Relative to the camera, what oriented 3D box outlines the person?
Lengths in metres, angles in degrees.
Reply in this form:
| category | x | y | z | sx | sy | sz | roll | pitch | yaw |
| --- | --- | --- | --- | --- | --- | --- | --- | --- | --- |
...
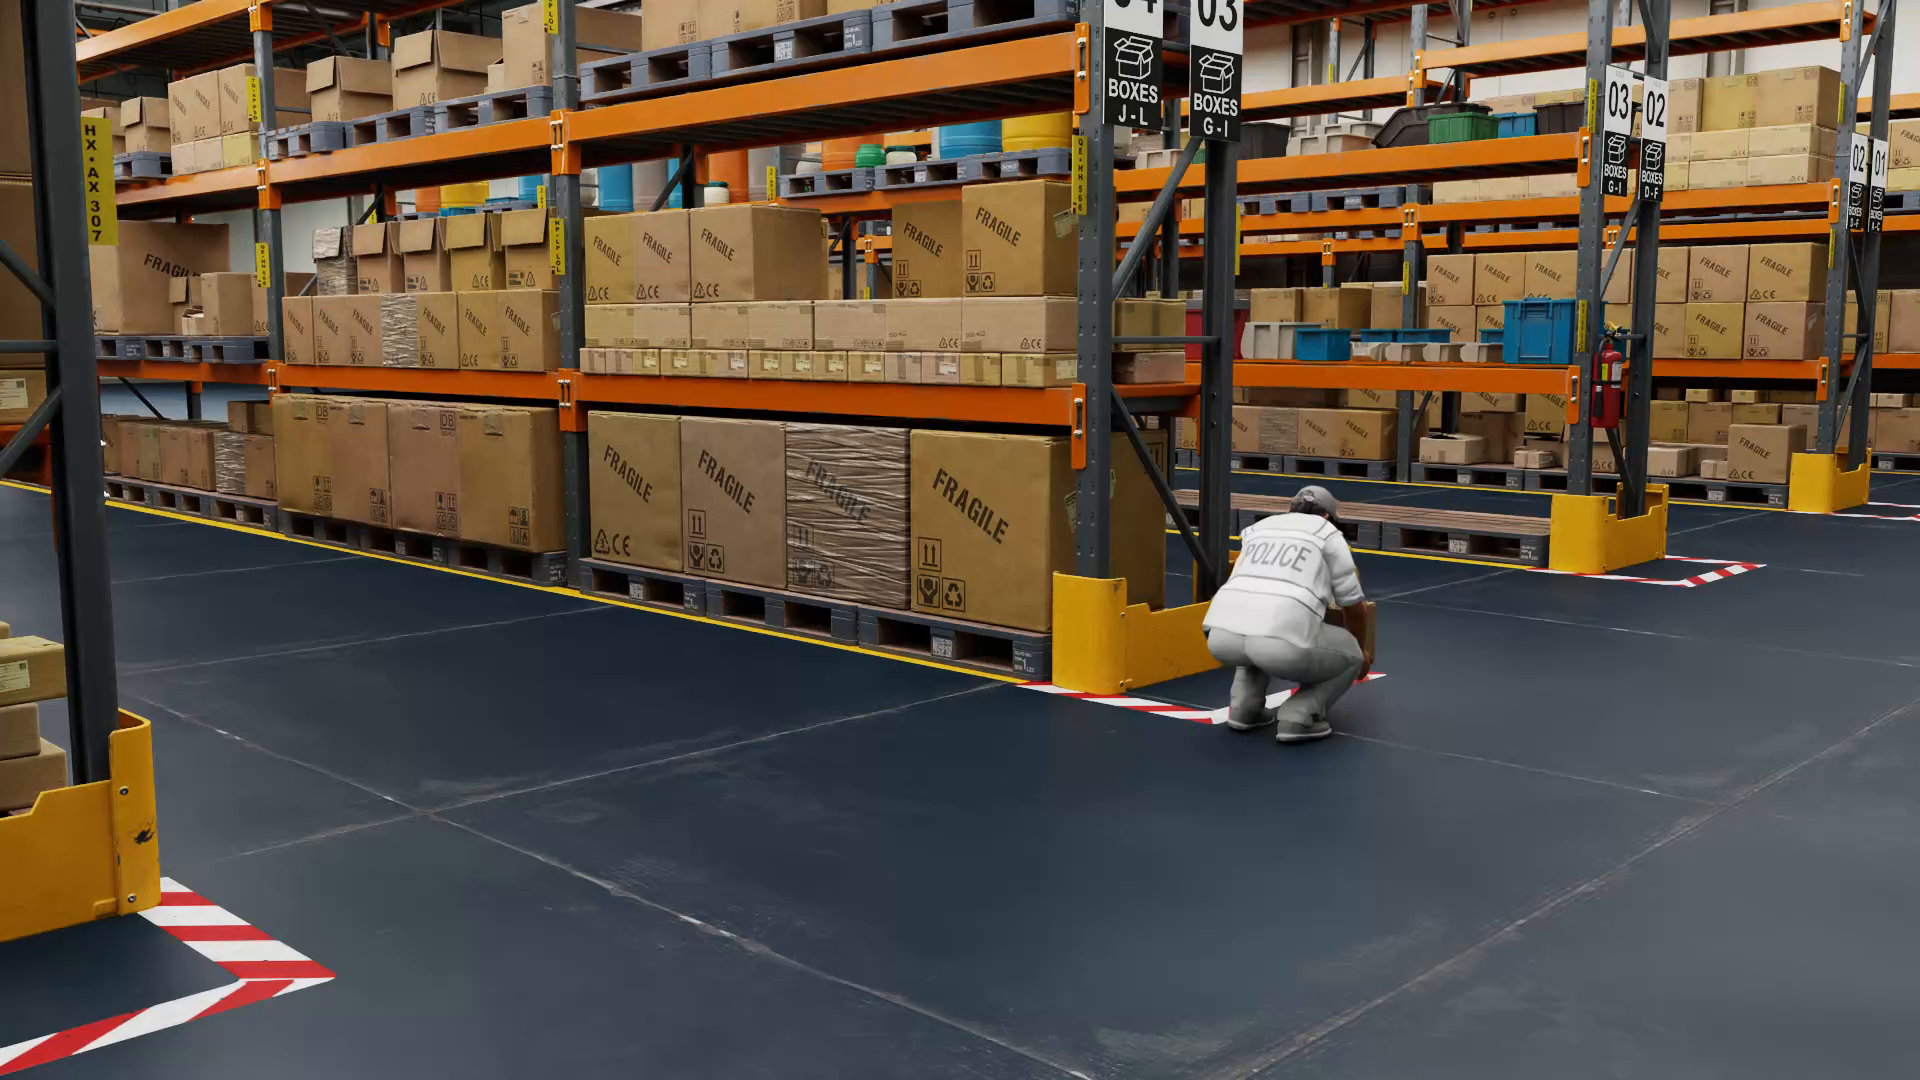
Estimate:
| category | x | y | z | sx | sy | sz | roll | pitch | yaw |
| --- | --- | --- | --- | --- | --- | --- | --- | --- | --- |
| person | 1.300 | 0.278 | 6.507 | 0.508 | 0.944 | 0.870 | 6 | 9 | 40 |
